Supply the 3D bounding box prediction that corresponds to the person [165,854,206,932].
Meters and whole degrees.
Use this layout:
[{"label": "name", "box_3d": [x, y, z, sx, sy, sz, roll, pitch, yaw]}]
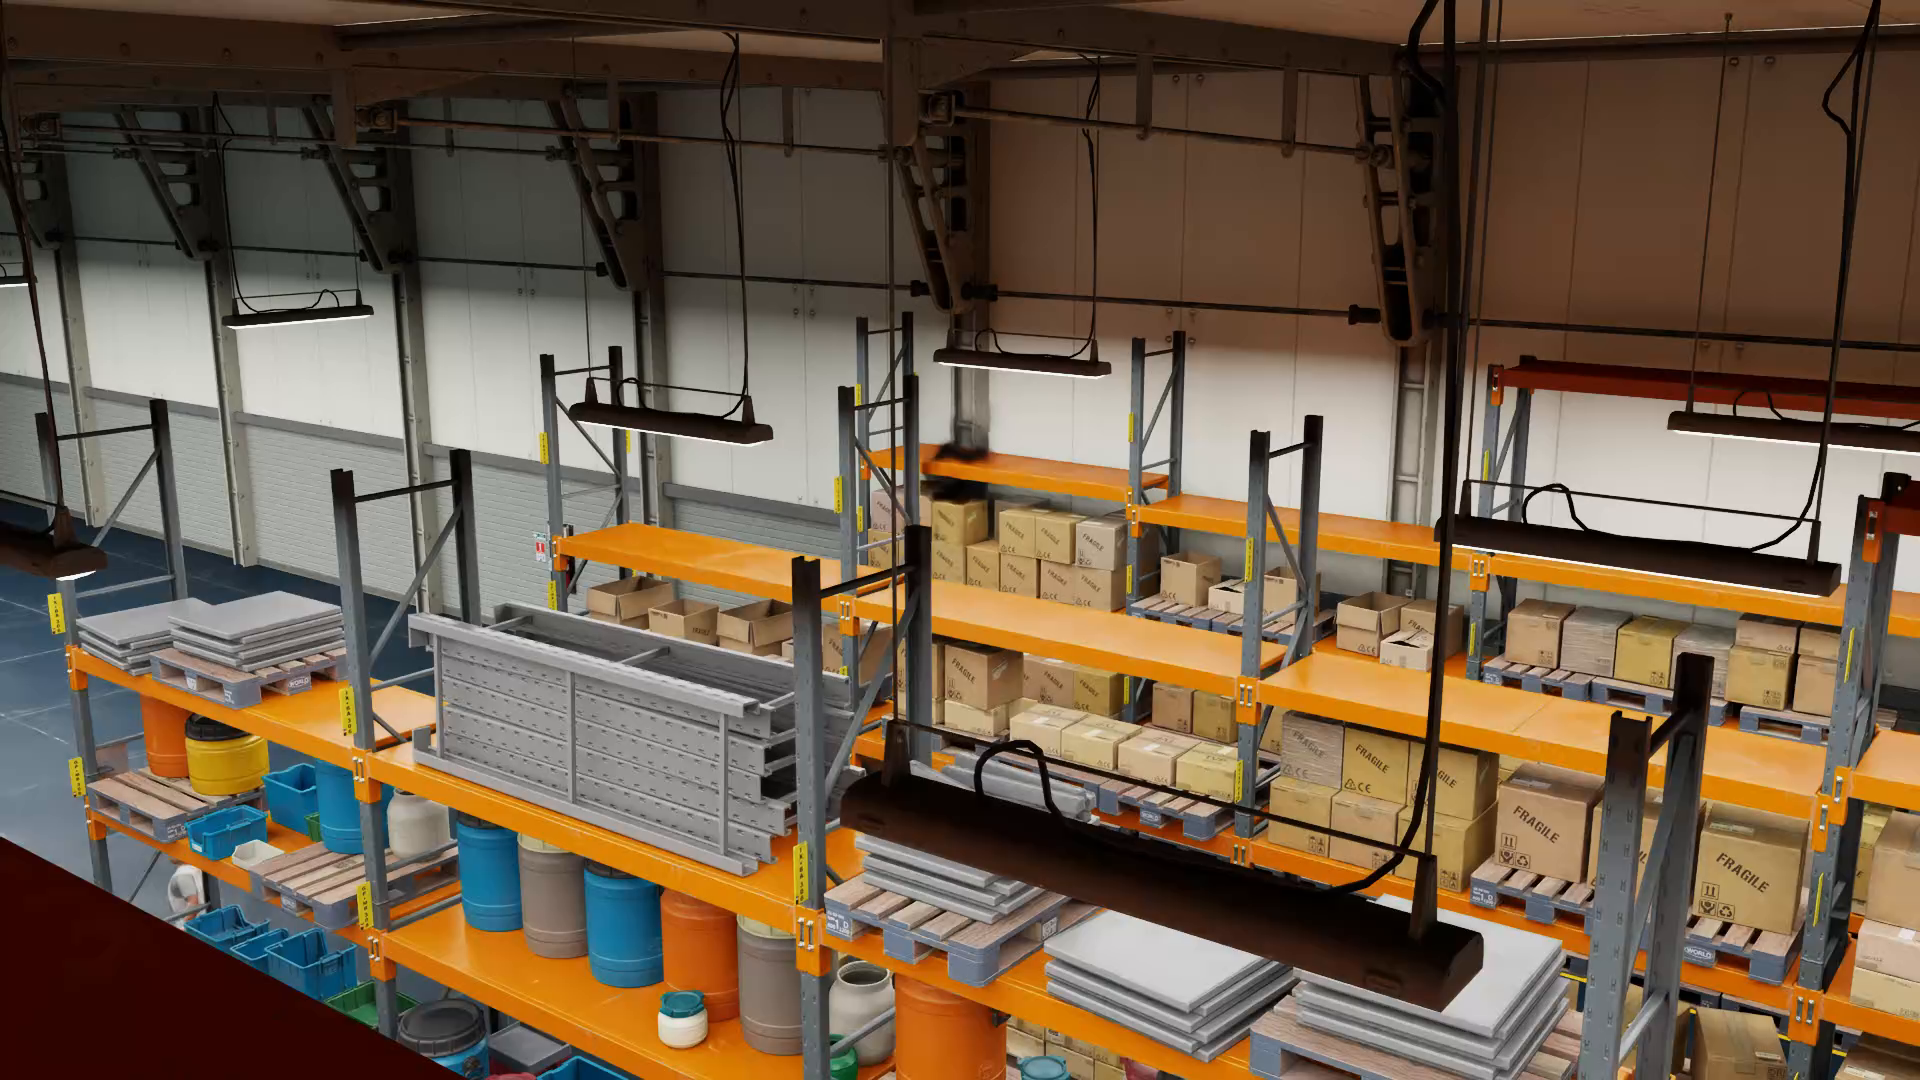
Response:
[{"label": "person", "box_3d": [-7.258, 3.608, 15.710, 0.864, 1.796, 0.725, 0, 13, 0]}]
